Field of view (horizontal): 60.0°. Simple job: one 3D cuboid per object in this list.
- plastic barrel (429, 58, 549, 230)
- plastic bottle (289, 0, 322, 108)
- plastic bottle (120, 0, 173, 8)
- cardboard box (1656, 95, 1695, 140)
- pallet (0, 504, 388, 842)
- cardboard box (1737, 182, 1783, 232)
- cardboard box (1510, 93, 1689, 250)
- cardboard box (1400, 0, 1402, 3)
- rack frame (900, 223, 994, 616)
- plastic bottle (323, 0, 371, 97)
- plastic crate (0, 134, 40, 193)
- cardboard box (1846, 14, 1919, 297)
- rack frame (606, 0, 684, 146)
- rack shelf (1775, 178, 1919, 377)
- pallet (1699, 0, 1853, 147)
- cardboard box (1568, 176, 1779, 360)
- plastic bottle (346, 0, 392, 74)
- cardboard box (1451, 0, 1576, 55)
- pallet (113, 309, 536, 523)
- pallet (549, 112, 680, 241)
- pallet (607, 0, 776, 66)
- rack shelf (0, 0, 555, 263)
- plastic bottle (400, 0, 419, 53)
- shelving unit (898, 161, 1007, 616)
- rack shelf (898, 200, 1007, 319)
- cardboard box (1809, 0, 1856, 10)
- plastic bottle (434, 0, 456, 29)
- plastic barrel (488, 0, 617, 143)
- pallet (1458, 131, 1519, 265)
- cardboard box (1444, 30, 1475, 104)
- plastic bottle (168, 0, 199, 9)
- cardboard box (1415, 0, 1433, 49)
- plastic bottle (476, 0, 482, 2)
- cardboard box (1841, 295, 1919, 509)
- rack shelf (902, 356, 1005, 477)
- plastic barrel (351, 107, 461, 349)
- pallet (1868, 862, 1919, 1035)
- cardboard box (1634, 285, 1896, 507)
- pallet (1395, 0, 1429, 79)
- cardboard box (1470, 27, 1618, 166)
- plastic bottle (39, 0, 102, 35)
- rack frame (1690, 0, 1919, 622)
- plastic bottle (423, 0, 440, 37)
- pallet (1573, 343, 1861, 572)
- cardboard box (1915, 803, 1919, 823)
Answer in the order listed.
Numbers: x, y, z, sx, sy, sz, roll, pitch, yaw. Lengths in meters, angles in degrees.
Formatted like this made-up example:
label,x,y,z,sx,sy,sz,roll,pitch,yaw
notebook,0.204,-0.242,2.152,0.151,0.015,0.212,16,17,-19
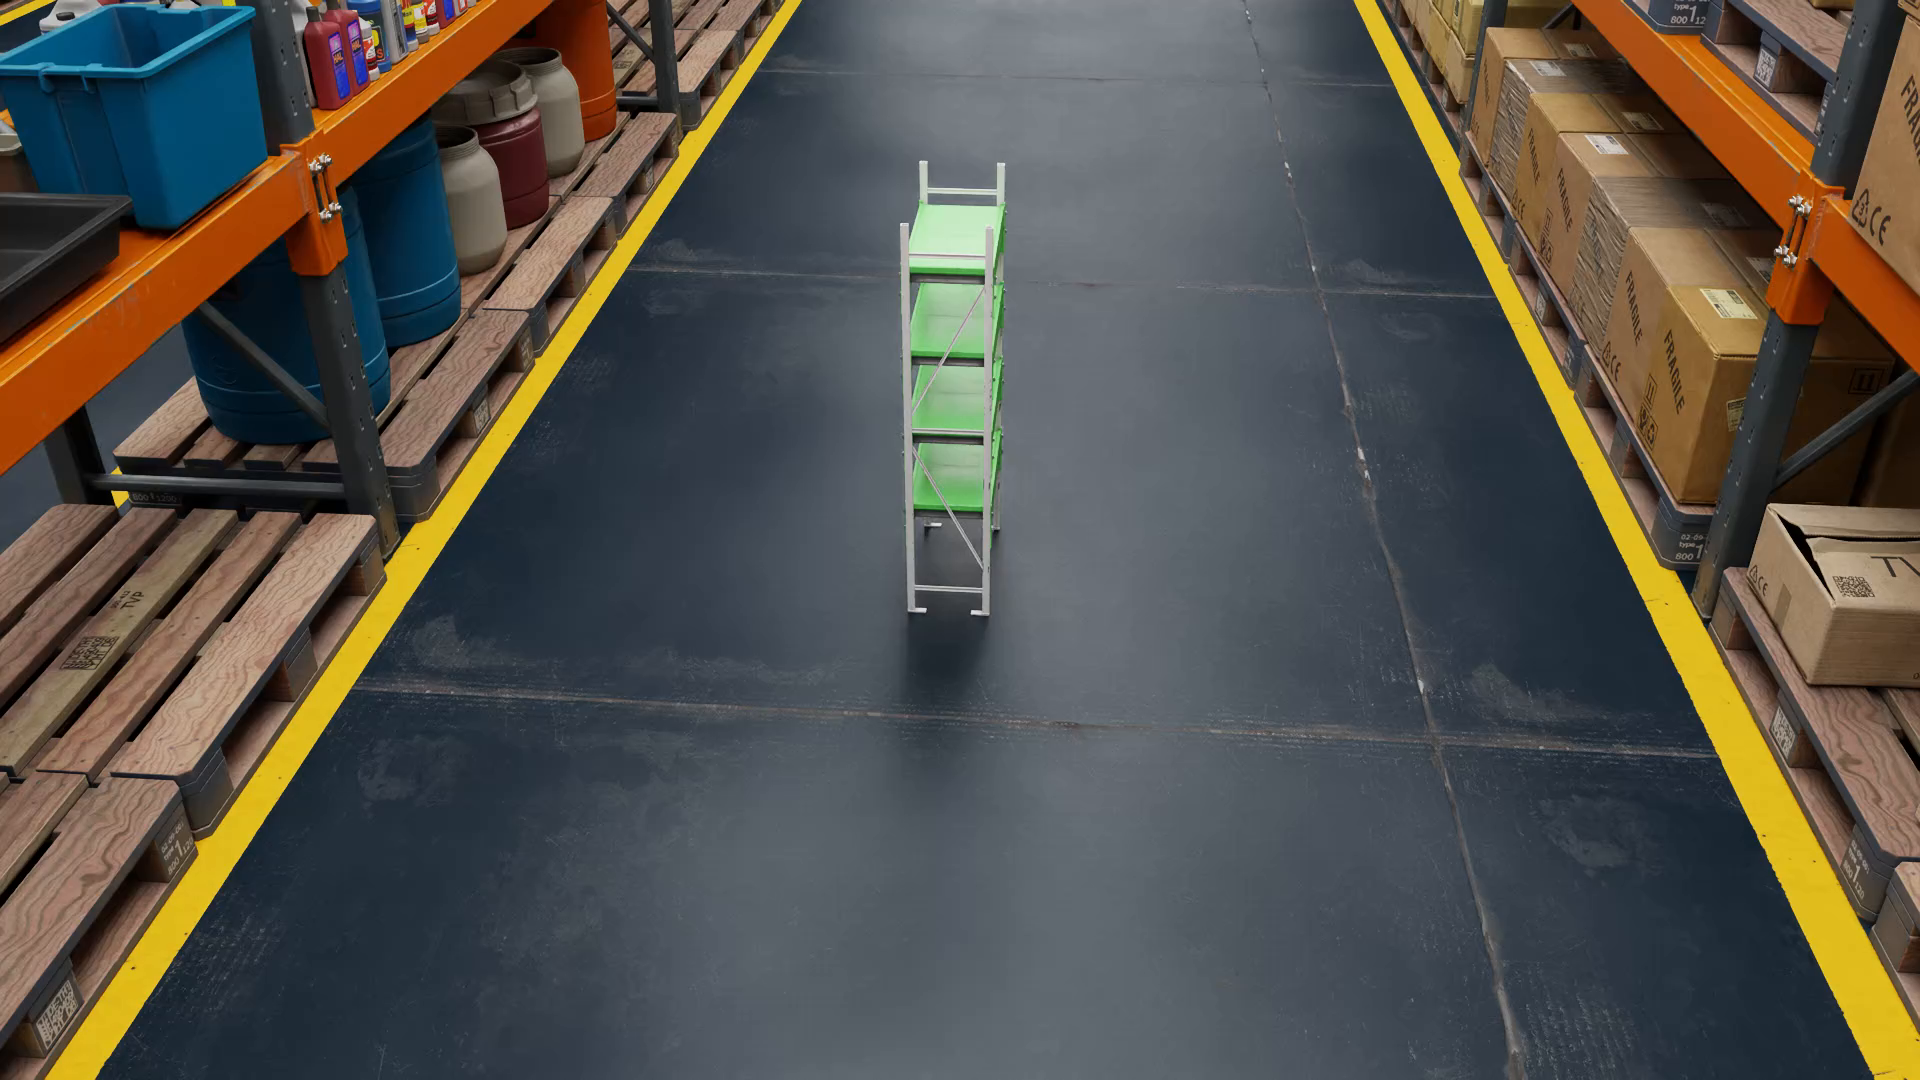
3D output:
label,x,y,z,sx,sy,sz,roll,pitch,yaw
plastic barrel,-2.053,-1.659,6.981,0.600,0.588,0.708,2,32,4
plastic bottle,-1.909,-1.433,4.763,0.144,0.351,0.185,2,32,4
plastic bottle,-2.524,-1.620,5.139,0.152,0.276,0.135,2,32,4
cardboard box,3.114,-1.494,6.778,0.500,0.500,0.500,1,32,2
pallet,-2.285,0.311,4.544,1.003,0.211,1.213,2,32,4
cardboard box,3.035,-0.955,5.904,0.500,0.500,0.500,3,32,5
cardboard box,2.594,-1.502,6.791,0.500,0.500,0.500,2,32,3
cardboard box,2.962,-3.502,10.294,0.500,0.250,0.500,2,32,2
rack frame,-0.033,-0.297,4.588,0.240,1.200,0.015,2,32,4
plastic bottle,-1.798,-1.456,4.865,0.061,0.283,0.133,2,32,4
plastic crate,-2.444,-0.938,4.108,0.396,0.136,0.243,2,32,4
cardboard box,2.360,-0.837,3.653,0.500,0.500,0.500,3,32,5
rack frame,-1.938,-3.354,7.833,1.000,3.000,0.127,2,32,4
rack shelf,2.510,0.303,2.585,1.077,0.370,4.000,2,32,4
pallet,2.846,-1.380,4.814,1.003,0.211,1.213,2,32,4
cardboard box,2.517,-0.963,5.916,0.500,0.500,0.500,3,32,5
plastic bottle,-1.799,-1.563,5.050,0.097,0.271,0.097,0,32,0
cardboard box,2.796,-2.672,8.412,0.500,0.311,0.500,3,32,5
pallet,-2.160,-0.477,5.823,1.003,0.211,1.213,2,32,4
pallet,-1.961,-1.753,7.893,1.003,0.211,1.213,2,32,4
pallet,-1.735,-3.206,10.252,1.003,0.211,1.213,2,32,4
rack shelf,-2.101,-2.002,6.325,1.077,0.370,4.000,2,32,4
plastic bottle,-1.780,-1.684,5.246,0.097,0.271,0.097,0,32,0
shelving unit,-0.013,-0.424,4.795,0.258,1.200,0.503,2,32,4
rack shelf,-0.013,-0.778,4.576,0.258,0.148,0.480,2,32,4
cardboard box,2.927,-1.871,4.931,0.700,0.500,0.500,7,32,12
plastic bottle,-1.737,-1.851,5.505,0.061,0.283,0.133,2,32,4
plastic barrel,-1.961,-2.352,7.876,0.600,0.830,0.708,2,32,4
pallet,2.900,-1.565,7.588,1.003,0.211,1.213,2,32,4
cardboard box,2.798,-2.434,8.561,0.500,0.250,0.500,3,32,5
plastic bottle,-2.398,-1.593,5.165,0.097,0.201,0.097,0,32,0
cardboard box,2.880,-2.967,9.425,0.500,0.250,0.500,3,32,5
plastic bottle,-1.752,-2.041,5.821,0.152,0.276,0.135,2,32,4
cardboard box,2.955,-0.415,5.027,0.500,0.500,0.500,1,32,2
rack shelf,-0.013,-0.370,4.828,0.258,0.148,0.480,2,32,4
plastic barrel,-2.145,-1.202,5.941,0.600,0.901,0.708,2,32,4
pallet,2.519,1.137,3.204,1.003,0.211,1.213,2,32,4
cardboard box,2.427,-0.442,5.072,0.500,0.500,0.500,2,32,4
pallet,3.206,-3.018,9.947,1.003,0.211,1.213,2,32,4
cardboard box,2.676,-2.038,7.661,0.500,0.500,0.500,4,32,6
plastic bottle,-2.554,-1.429,4.829,0.152,0.276,0.135,2,32,4
rack frame,2.673,-1.049,4.093,1.000,3.000,0.127,2,32,4
plastic bottle,-1.764,-1.756,5.430,0.097,0.201,0.097,0,32,0
pallet,2.701,-0.289,5.517,1.003,0.211,1.213,2,32,4
cardboard box,2.362,0.633,3.645,0.380,0.166,0.250,2,32,4
